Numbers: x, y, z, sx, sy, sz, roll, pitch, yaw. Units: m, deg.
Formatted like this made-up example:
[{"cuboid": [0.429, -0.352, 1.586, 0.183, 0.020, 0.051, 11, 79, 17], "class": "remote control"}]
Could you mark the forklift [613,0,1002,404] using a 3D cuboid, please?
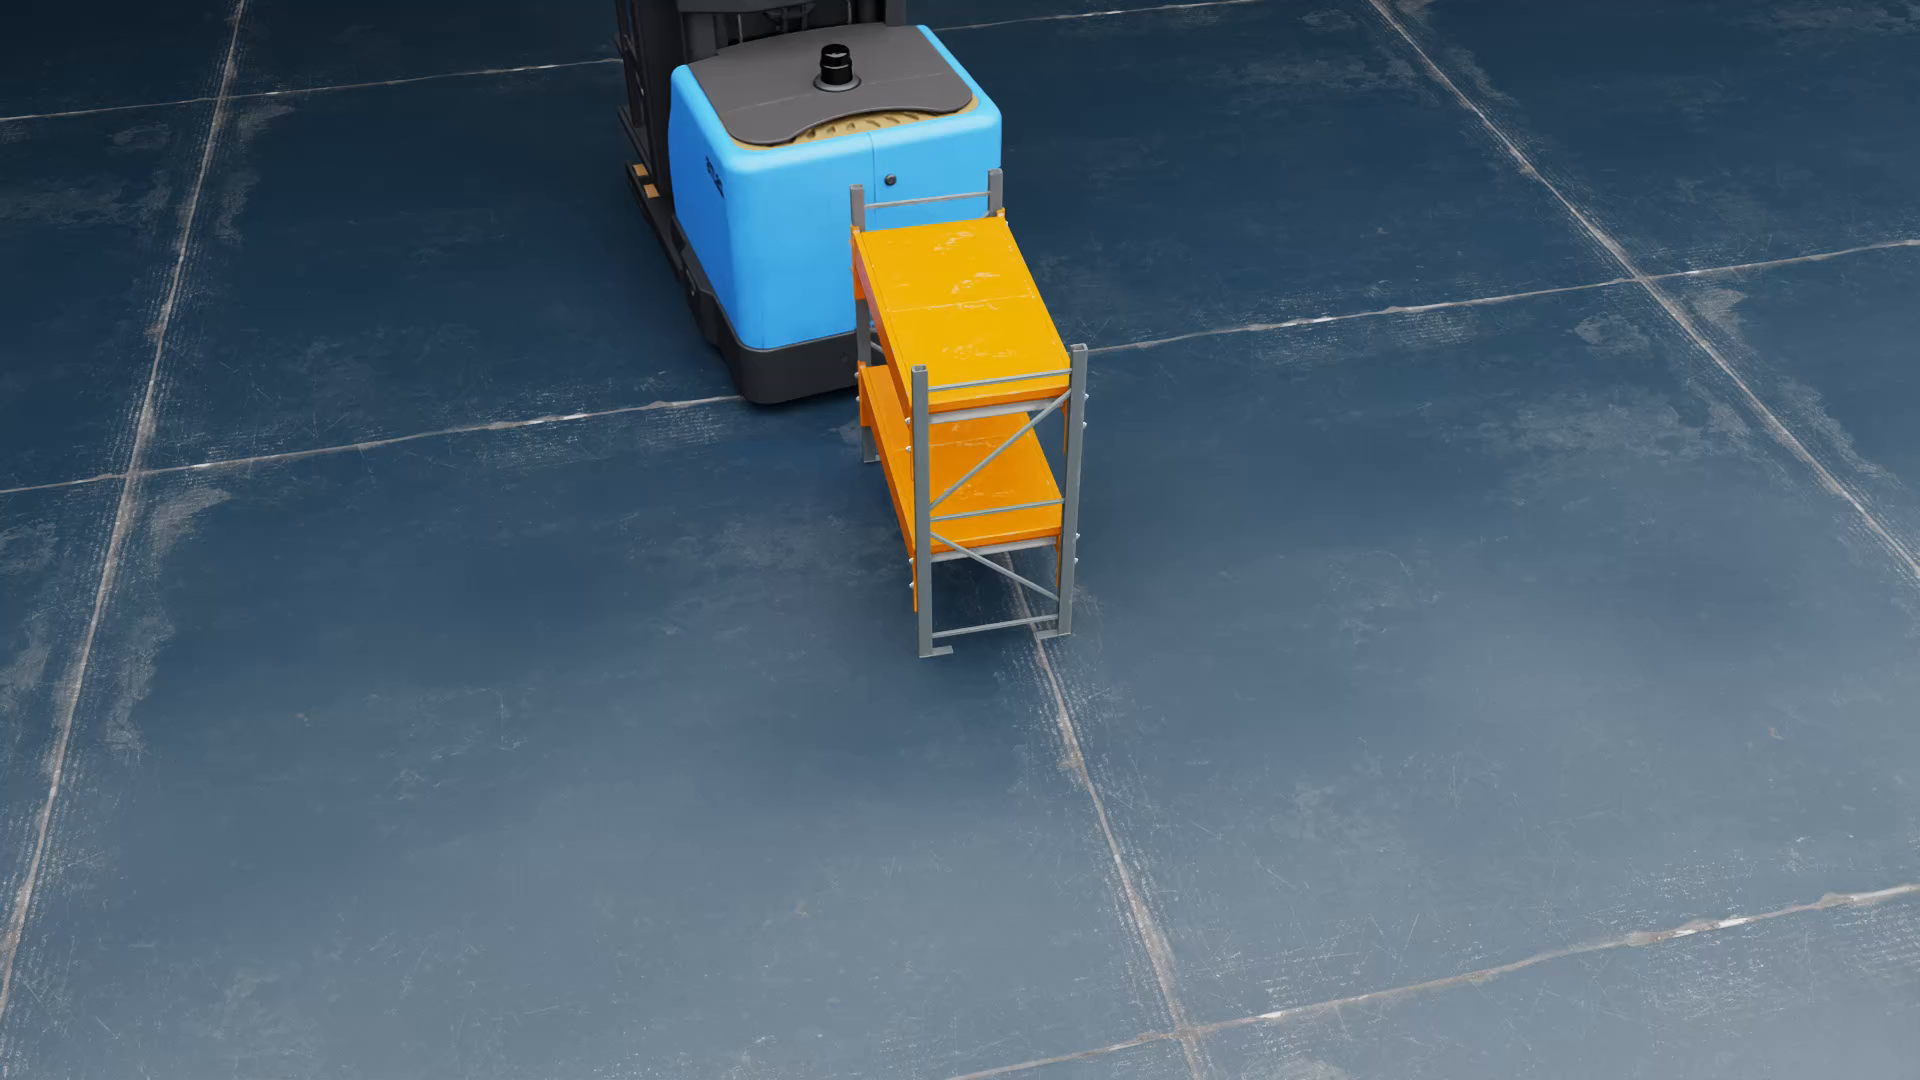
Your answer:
[{"cuboid": [-0.847, -2.591, 6.461, 1.130, 2.935, 3.031, -15, 44, -16], "class": "forklift"}]

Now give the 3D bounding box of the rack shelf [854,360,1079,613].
[{"cuboid": [0.001, -0.233, 5.534, 0.538, 0.278, 1.000, -8, 42, -9], "class": "rack shelf"}]

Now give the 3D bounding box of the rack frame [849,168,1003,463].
[{"cuboid": [-0.108, -0.746, 5.743, 0.500, 1.125, 0.032, -8, 42, -9], "class": "rack frame"}]

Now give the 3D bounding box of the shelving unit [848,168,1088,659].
[{"cuboid": [0.001, -0.416, 5.372, 0.538, 1.125, 1.048, -8, 42, -9], "class": "shelving unit"}]

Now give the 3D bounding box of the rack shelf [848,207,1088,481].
[{"cuboid": [0.001, -0.635, 5.177, 0.538, 0.278, 1.000, -8, 42, -9], "class": "rack shelf"}]

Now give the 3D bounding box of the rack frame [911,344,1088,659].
[{"cuboid": [0.111, -0.087, 5.000, 0.500, 1.125, 0.032, -8, 42, -9], "class": "rack frame"}]
